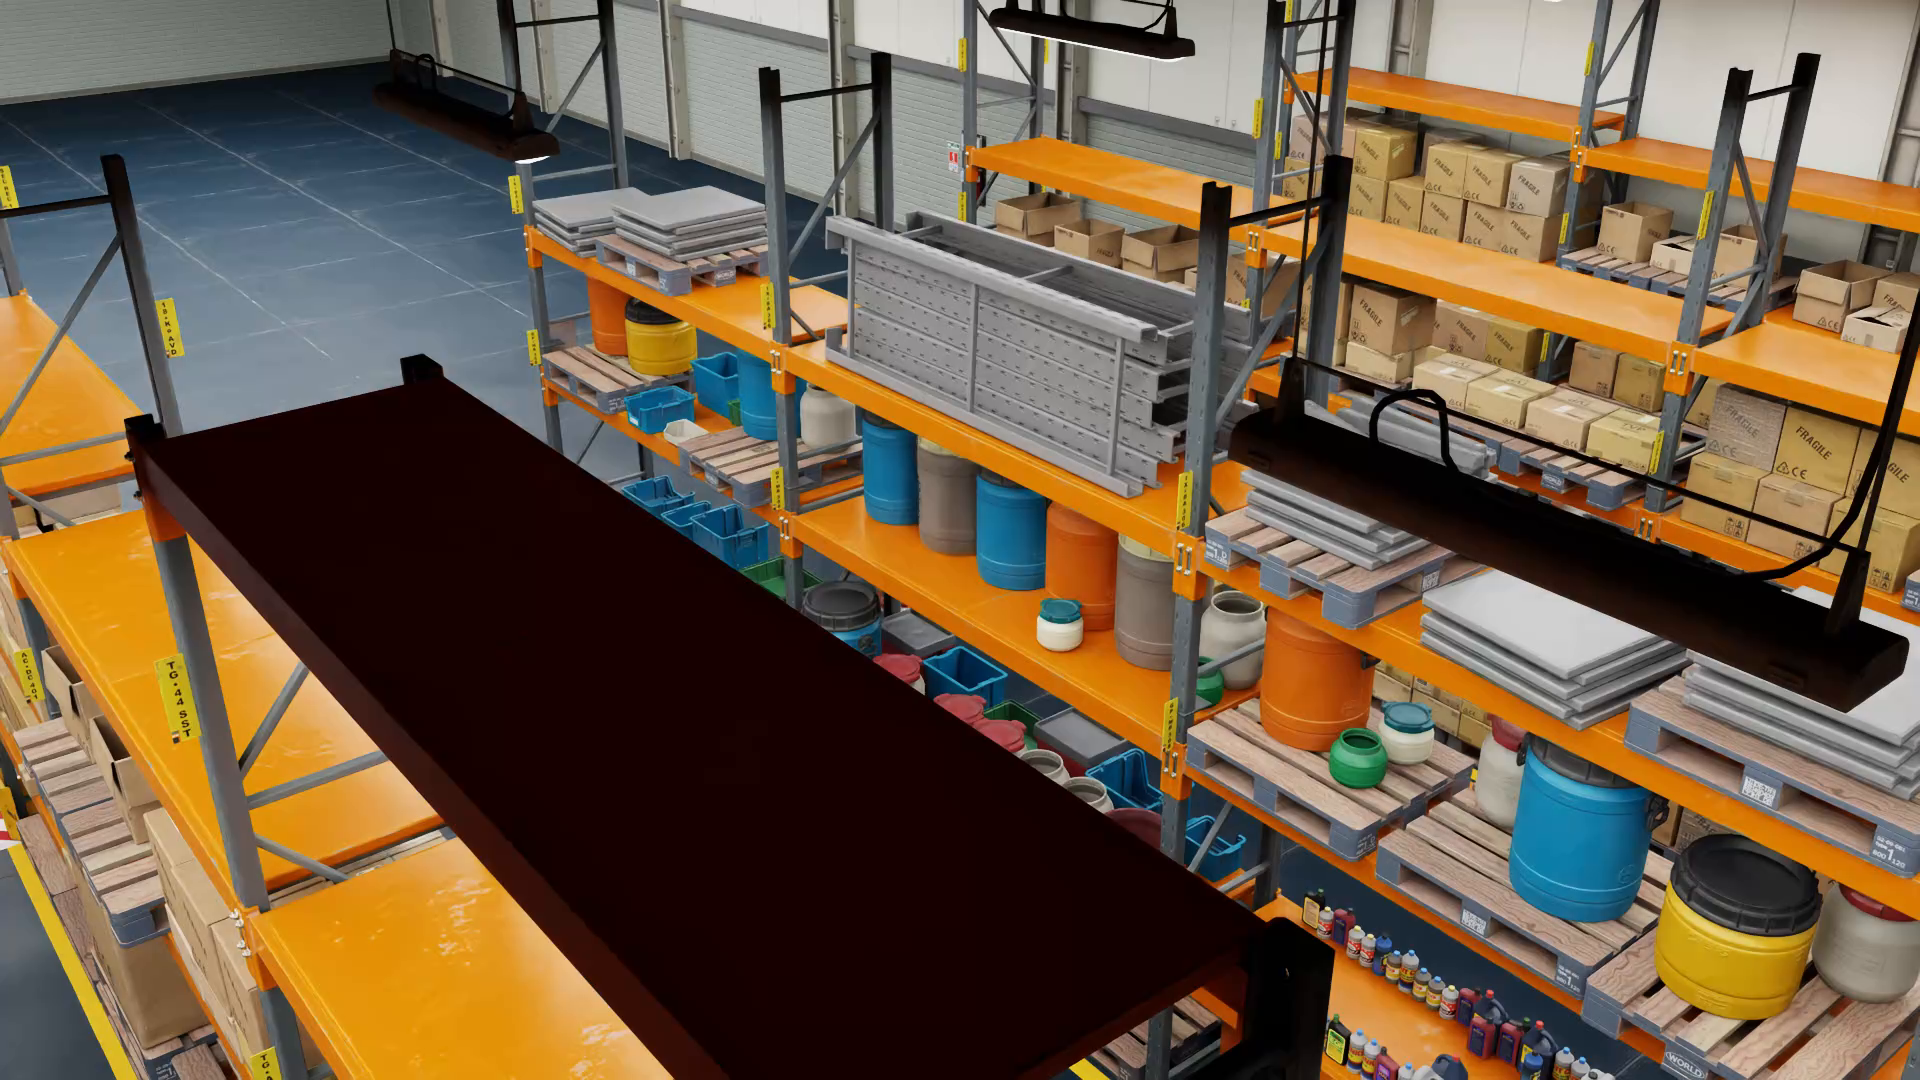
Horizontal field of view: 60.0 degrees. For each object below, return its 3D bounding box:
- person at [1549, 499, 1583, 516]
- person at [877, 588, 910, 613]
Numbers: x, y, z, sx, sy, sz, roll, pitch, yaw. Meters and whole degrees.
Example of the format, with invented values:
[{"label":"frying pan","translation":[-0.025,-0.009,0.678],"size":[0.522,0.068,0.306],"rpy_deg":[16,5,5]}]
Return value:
[{"label":"person","translation":[5.996,-0.279,16.784],"size":[0.969,1.751,0.644],"rpy_deg":[19,32,34]},{"label":"person","translation":[-0.496,0.641,15.029],"size":[0.657,1.685,0.787],"rpy_deg":[-19,31,-33]}]
